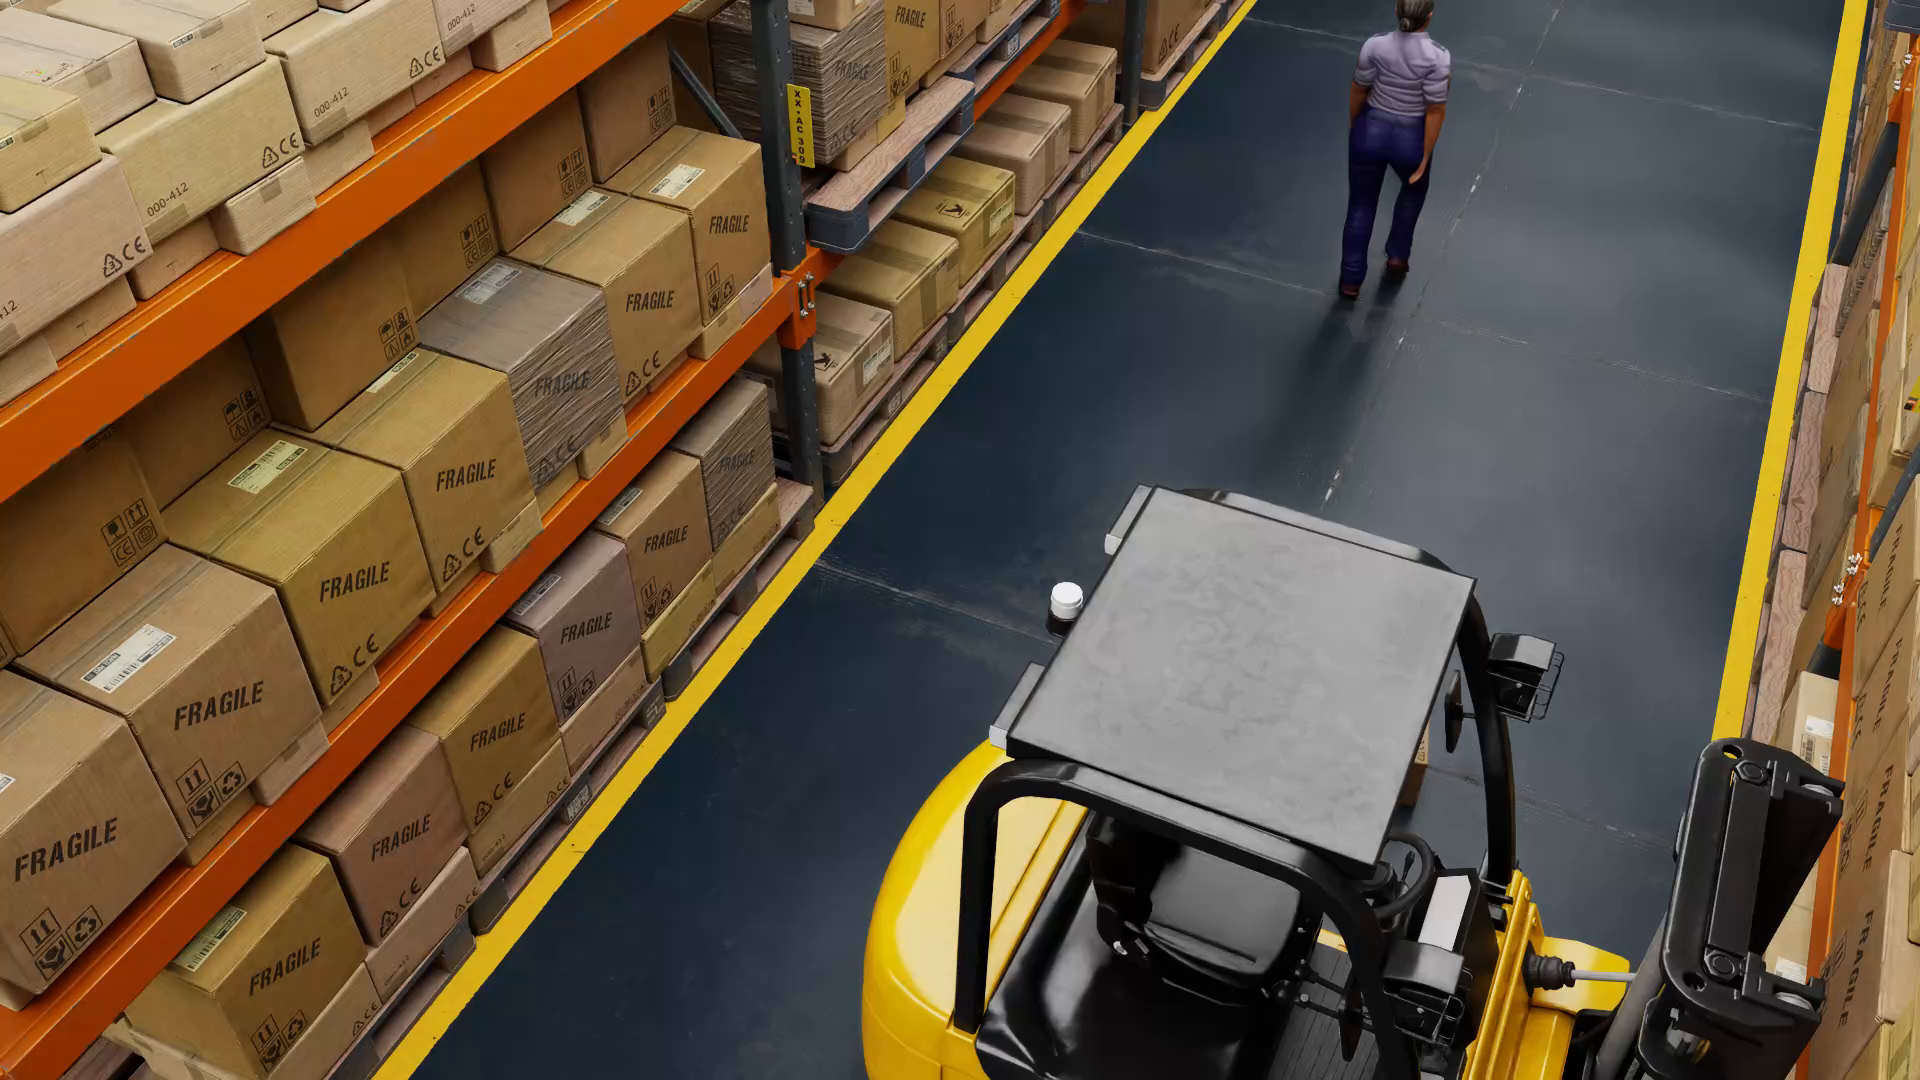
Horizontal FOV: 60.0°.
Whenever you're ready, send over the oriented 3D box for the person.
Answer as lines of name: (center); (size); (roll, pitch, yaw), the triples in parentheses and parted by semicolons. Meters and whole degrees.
person: (2.172, -1.995, 8.405); (0.482, 1.706, 0.546); (14, 44, 15)
